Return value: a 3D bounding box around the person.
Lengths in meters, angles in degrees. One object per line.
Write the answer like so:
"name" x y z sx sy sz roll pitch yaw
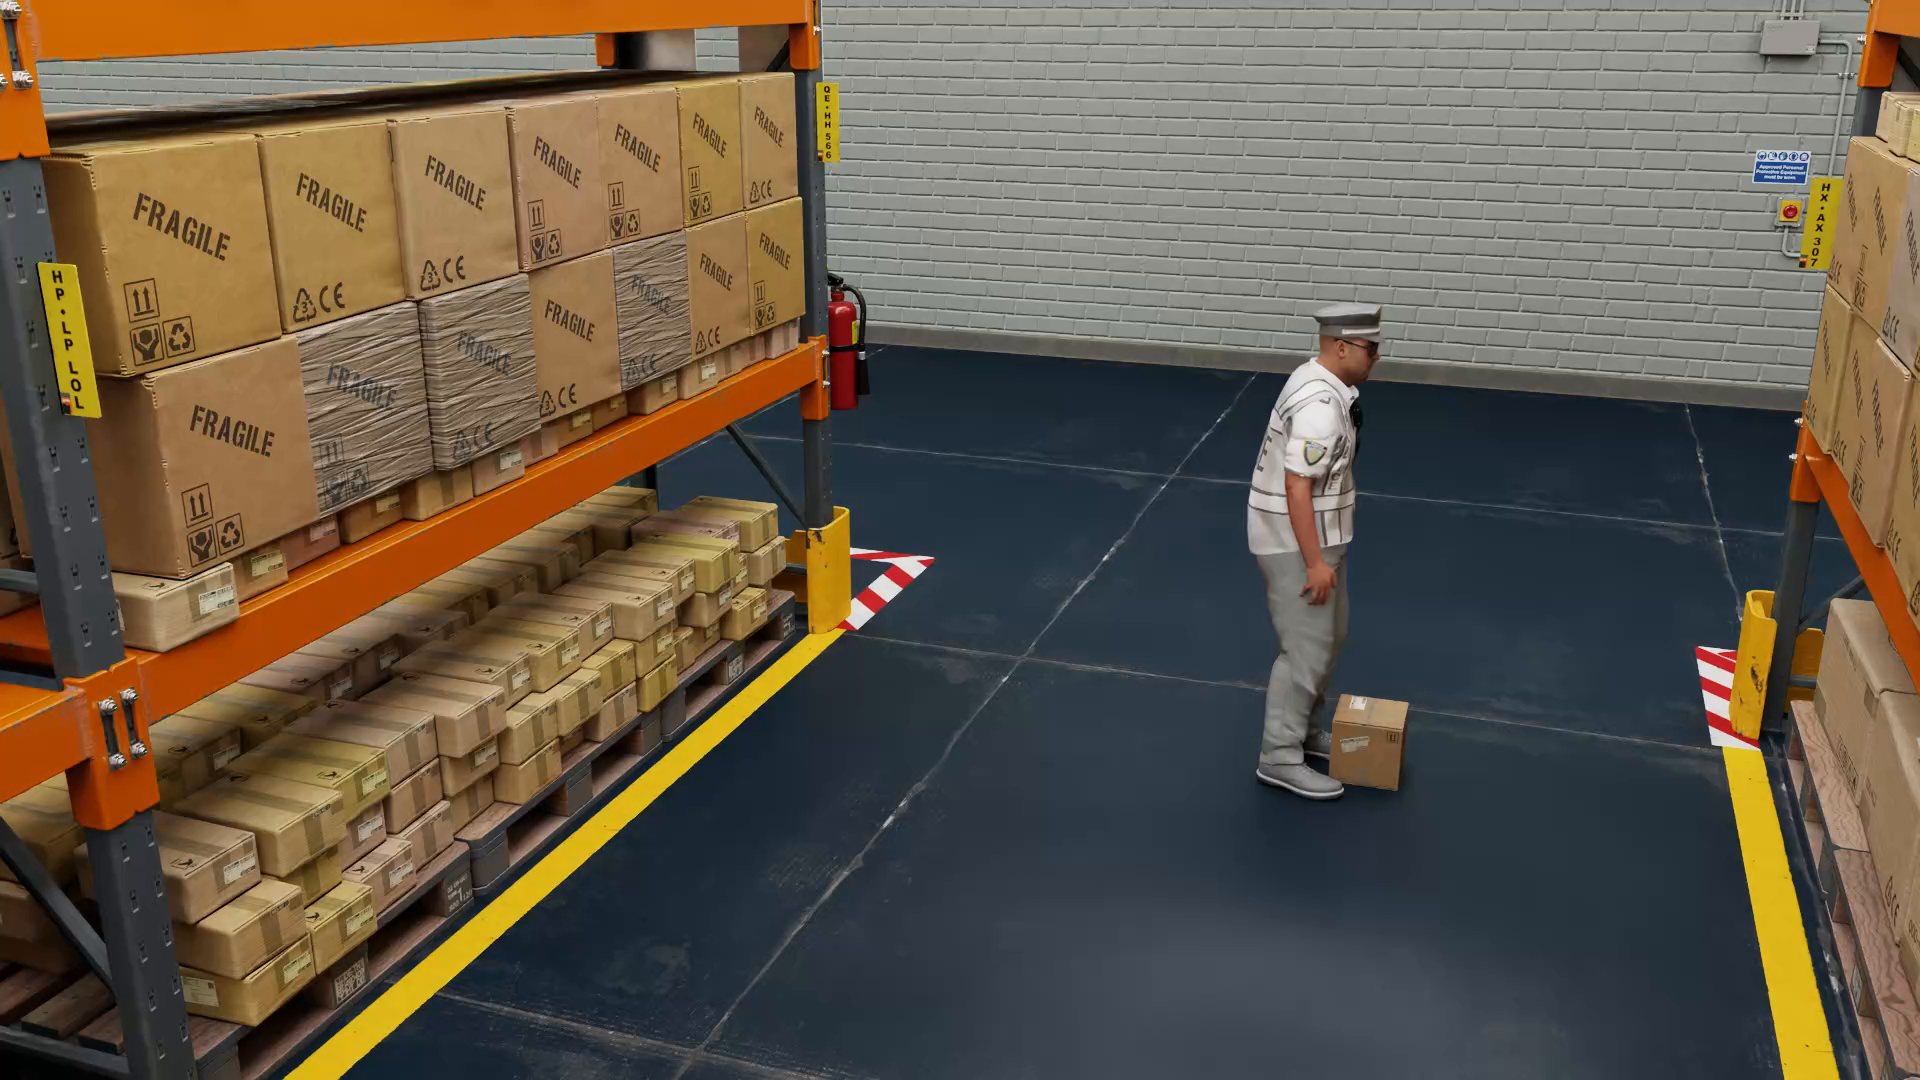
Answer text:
"person" 1.277 0.011 6.013 0.468 1.748 0.598 6 19 17
